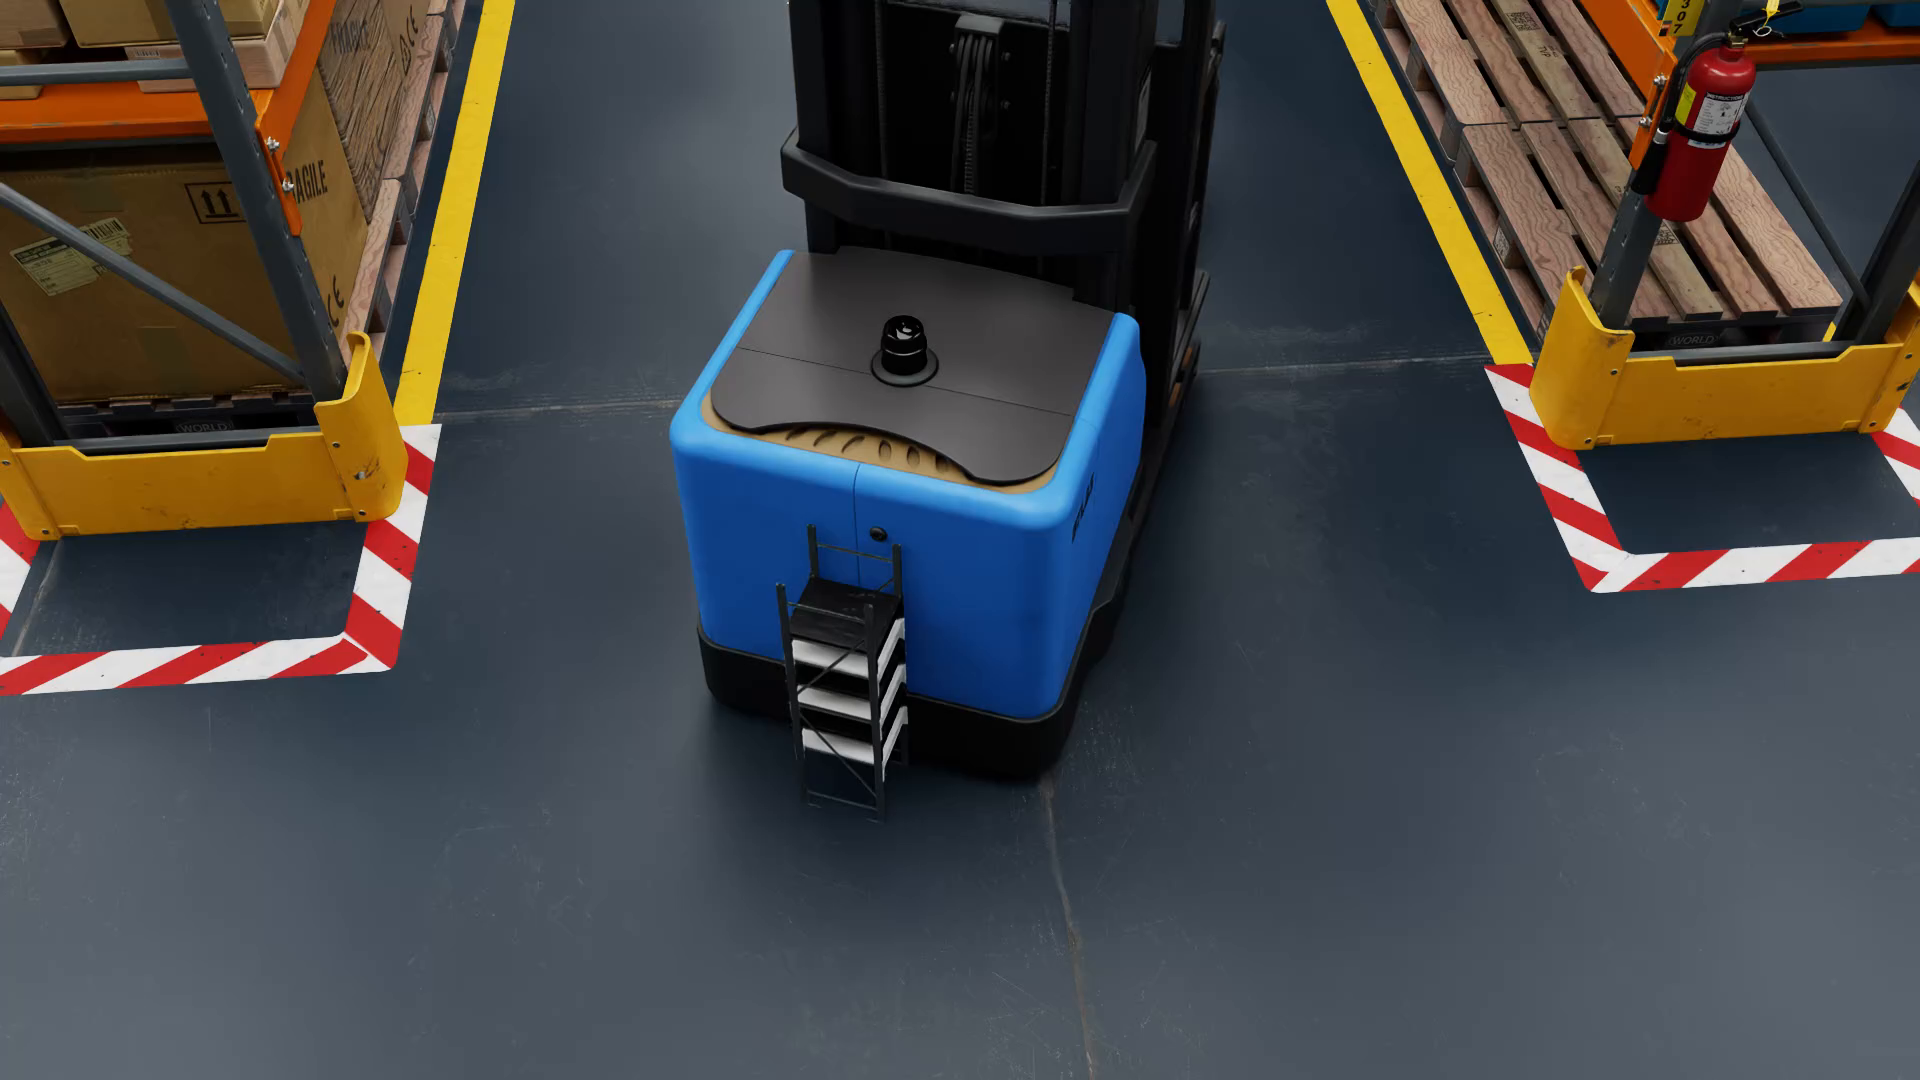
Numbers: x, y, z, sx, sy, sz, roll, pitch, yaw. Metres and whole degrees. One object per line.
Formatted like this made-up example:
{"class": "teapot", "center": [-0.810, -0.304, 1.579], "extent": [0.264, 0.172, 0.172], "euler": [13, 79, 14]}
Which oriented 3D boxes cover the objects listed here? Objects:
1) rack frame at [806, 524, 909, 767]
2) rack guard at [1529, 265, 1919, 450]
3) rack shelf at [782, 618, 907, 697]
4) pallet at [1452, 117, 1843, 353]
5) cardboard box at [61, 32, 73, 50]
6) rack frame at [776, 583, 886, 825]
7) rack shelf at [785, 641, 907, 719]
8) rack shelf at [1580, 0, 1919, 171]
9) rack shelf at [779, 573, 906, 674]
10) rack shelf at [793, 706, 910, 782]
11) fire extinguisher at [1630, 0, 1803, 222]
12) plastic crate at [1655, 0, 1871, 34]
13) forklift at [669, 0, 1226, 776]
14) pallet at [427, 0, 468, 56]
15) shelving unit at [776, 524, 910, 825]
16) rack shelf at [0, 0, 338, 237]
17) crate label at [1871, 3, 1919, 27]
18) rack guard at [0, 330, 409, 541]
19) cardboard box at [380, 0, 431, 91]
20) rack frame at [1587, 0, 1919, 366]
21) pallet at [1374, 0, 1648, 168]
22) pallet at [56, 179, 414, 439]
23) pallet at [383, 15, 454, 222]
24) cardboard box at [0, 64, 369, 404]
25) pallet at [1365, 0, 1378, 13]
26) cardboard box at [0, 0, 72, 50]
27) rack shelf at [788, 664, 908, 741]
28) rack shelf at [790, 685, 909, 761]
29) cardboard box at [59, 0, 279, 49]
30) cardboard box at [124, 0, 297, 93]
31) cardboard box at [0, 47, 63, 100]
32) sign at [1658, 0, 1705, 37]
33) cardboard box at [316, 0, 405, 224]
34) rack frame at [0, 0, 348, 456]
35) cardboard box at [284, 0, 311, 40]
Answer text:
{"class": "rack frame", "center": [-0.258, 0.297, 4.349], "extent": [0.240, 0.900, 0.006], "euler": [13, 48, 12]}
{"class": "rack guard", "center": [2.550, -0.627, 5.499], "extent": [1.175, 0.500, 0.348], "euler": [-3, 47, -3]}
{"class": "rack shelf", "center": [-0.288, 0.267, 4.176], "extent": [0.258, 0.077, 0.200], "euler": [13, 48, 12]}
{"class": "pallet", "center": [2.505, -1.143, 6.187], "extent": [1.003, 0.211, 1.213], "euler": [-3, 47, -3]}
{"class": "cardboard box", "center": [-2.782, -1.541, 4.817], "extent": [0.380, 0.149, 0.250], "euler": [-3, 47, -3]}
{"class": "rack frame", "center": [-0.318, 0.438, 4.215], "extent": [0.240, 0.900, 0.006], "euler": [13, 48, 12]}
{"class": "rack shelf", "center": [-0.288, 0.329, 4.241], "extent": [0.258, 0.077, 0.200], "euler": [13, 48, 12]}
{"class": "rack shelf", "center": [2.368, -2.703, 6.239], "extent": [1.077, 0.370, 4.000], "euler": [-3, 47, -3]}
{"class": "rack shelf", "center": [-0.288, 0.205, 4.110], "extent": [0.258, 0.077, 0.200], "euler": [13, 48, 12]}
{"class": "rack shelf", "center": [-0.288, 0.514, 4.437], "extent": [0.258, 0.077, 0.200], "euler": [13, 48, 12]}
{"class": "fire extinguisher", "center": [2.095, -1.211, 4.642], "extent": [0.296, 0.674, 0.183], "euler": [-3, 47, -3]}
{"class": "plastic crate", "center": [2.321, -1.767, 4.792], "extent": [0.616, 0.435, 0.499], "euler": [-3, 47, -3]}
{"class": "forklift", "center": [0.191, -1.457, 4.611], "extent": [1.130, 2.935, 3.031], "euler": [13, 48, 12]}
{"class": "pallet", "center": [-2.750, -2.582, 7.550], "extent": [1.003, 0.211, 1.213], "euler": [-3, 47, -3]}
{"class": "shelving unit", "center": [-0.288, 0.368, 4.282], "extent": [0.258, 0.900, 0.210], "euler": [13, 48, 12]}
{"class": "rack shelf", "center": [-2.568, -2.402, 5.954], "extent": [1.077, 0.370, 4.000], "euler": [-3, 47, -3]}
{"class": "crate label", "center": [2.843, -1.665, 4.835], "extent": [0.416, 0.233, 0.303], "euler": [-3, 47, -3]}
{"class": "rack guard", "center": [-2.398, -0.325, 5.214], "extent": [1.175, 0.500, 0.348], "euler": [-3, 47, -3]}
{"class": "cardboard box", "center": [-2.684, -2.376, 6.609], "extent": [0.875, 0.875, 0.875], "euler": [-3, 47, -3]}
{"class": "rack frame", "center": [2.535, -1.503, 4.608], "extent": [1.000, 3.000, 0.127], "euler": [-3, 47, -3]}
{"class": "pallet", "center": [2.406, -2.024, 7.021], "extent": [1.003, 0.211, 1.213], "euler": [-3, 47, -3]}
{"class": "pallet", "center": [-2.545, -0.817, 5.878], "extent": [1.003, 0.211, 1.213], "euler": [-3, 47, -3]}
{"class": "pallet", "center": [-2.644, -1.698, 6.712], "extent": [1.003, 0.211, 1.213], "euler": [-3, 47, -3]}
{"class": "cardboard box", "center": [-2.534, -1.074, 5.375], "extent": [0.875, 0.875, 0.875], "euler": [-3, 47, -3]}
{"class": "pallet", "center": [2.301, -2.909, 7.859], "extent": [1.003, 0.211, 1.213], "euler": [-3, 47, -3]}
{"class": "cardboard box", "center": [-2.705, -1.587, 4.586], "extent": [0.500, 0.250, 0.500], "euler": [-4, 47, -4]}
{"class": "rack shelf", "center": [-0.288, 0.391, 4.306], "extent": [0.258, 0.077, 0.200], "euler": [13, 48, 12]}
{"class": "rack shelf", "center": [-0.288, 0.452, 4.372], "extent": [0.258, 0.077, 0.200], "euler": [13, 48, 12]}
{"class": "cardboard box", "center": [-2.172, -1.616, 4.613], "extent": [0.500, 0.250, 0.500], "euler": [-5, 47, -4]}
{"class": "cardboard box", "center": [-2.101, -1.393, 4.676], "extent": [0.380, 0.149, 0.250], "euler": [-3, 47, -3]}
{"class": "cardboard box", "center": [-2.758, -1.353, 4.639], "extent": [0.380, 0.149, 0.250], "euler": [-3, 47, -3]}
{"class": "sign", "center": [1.988, -1.514, 4.506], "extent": [0.100, 0.325, 0.005], "euler": [-3, 47, -3]}
{"class": "cardboard box", "center": [-2.610, -1.732, 5.999], "extent": [0.875, 0.875, 0.875], "euler": [-3, 47, -3]}
{"class": "rack frame", "center": [-2.400, -1.202, 4.322], "extent": [1.000, 3.000, 0.127], "euler": [-3, 47, -3]}
{"class": "cardboard box", "center": [-2.124, -1.578, 4.852], "extent": [0.380, 0.149, 0.250], "euler": [-4, 47, -4]}
